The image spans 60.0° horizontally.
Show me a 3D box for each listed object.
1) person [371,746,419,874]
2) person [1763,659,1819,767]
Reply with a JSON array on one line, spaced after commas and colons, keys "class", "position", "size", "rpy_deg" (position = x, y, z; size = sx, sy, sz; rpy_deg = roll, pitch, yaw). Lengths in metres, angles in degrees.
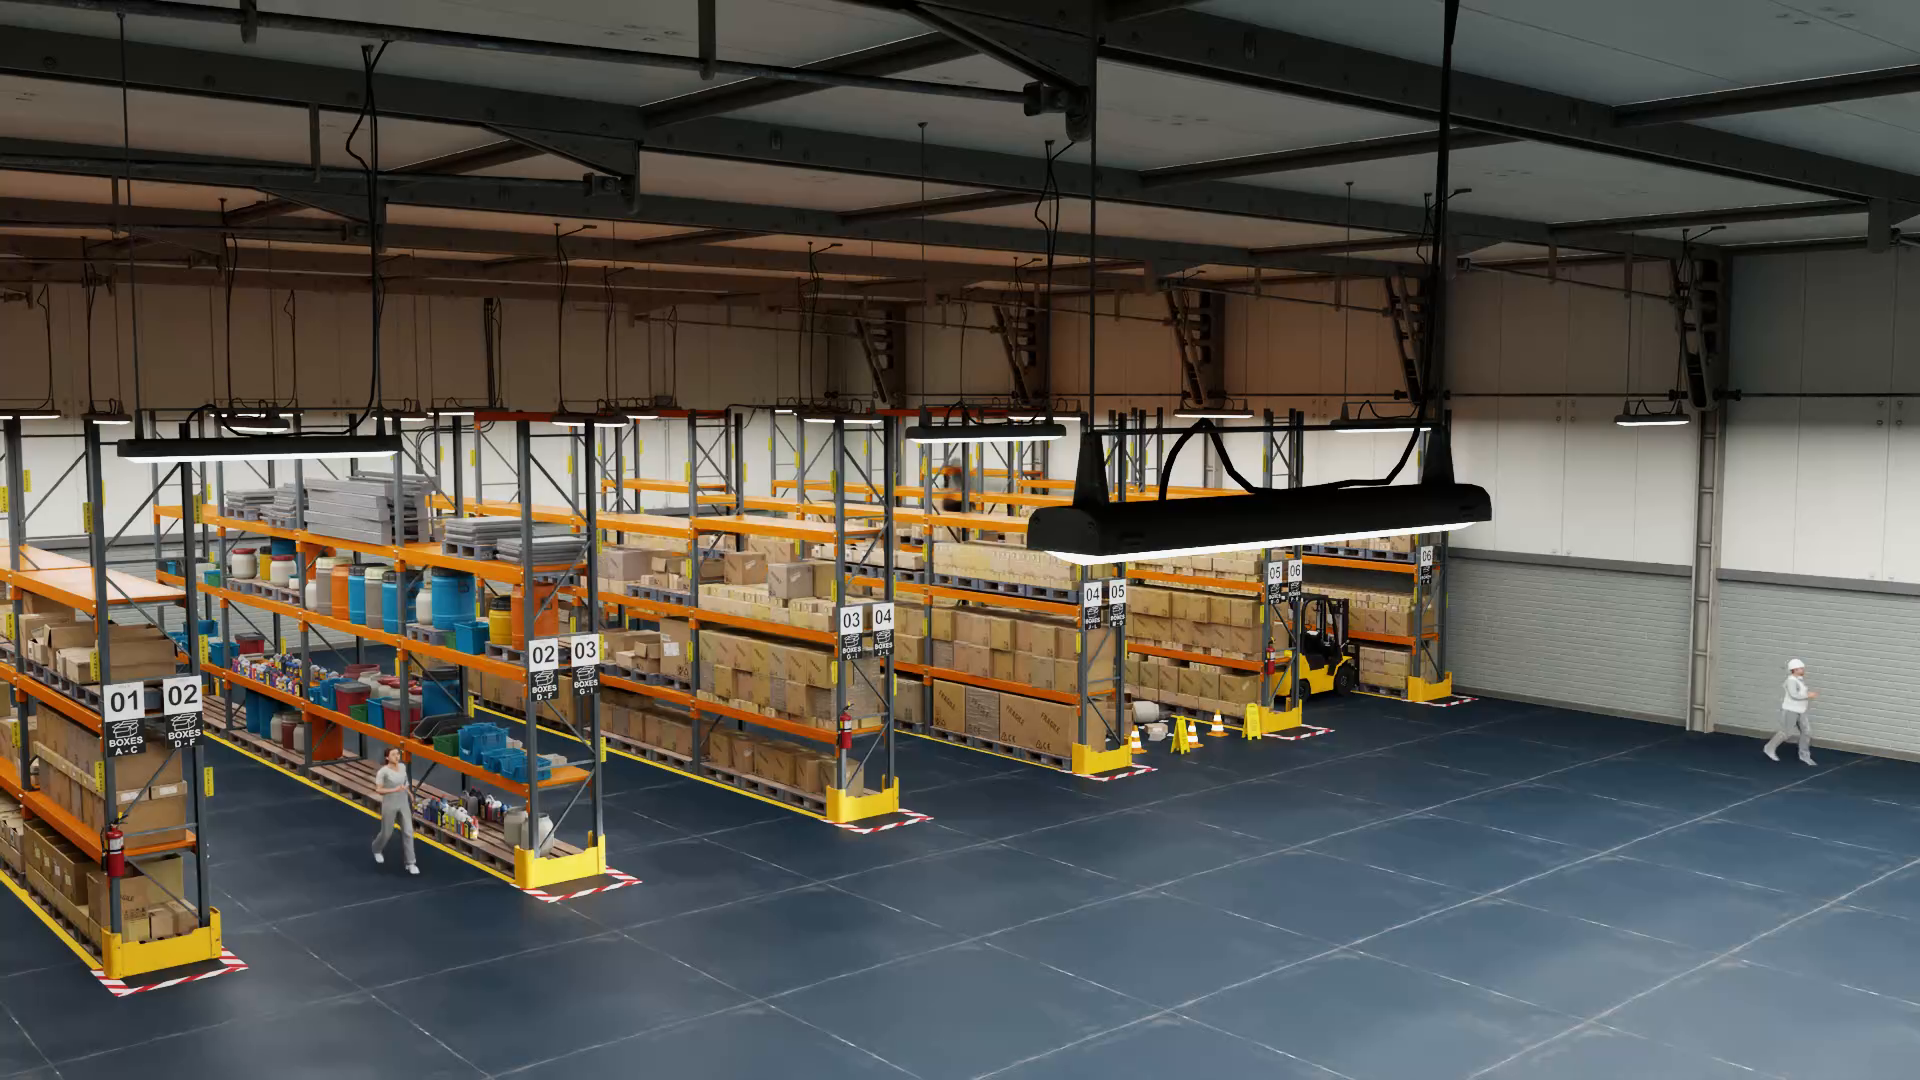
[{"class": "person", "position": [-7.488, 3.539, 22.035], "size": [0.970, 1.652, 0.565], "rpy_deg": [5, 7, 42]}, {"class": "person", "position": [14.223, 2.940, 28.425], "size": [0.829, 1.828, 0.657], "rpy_deg": [4, 7, 41]}]
